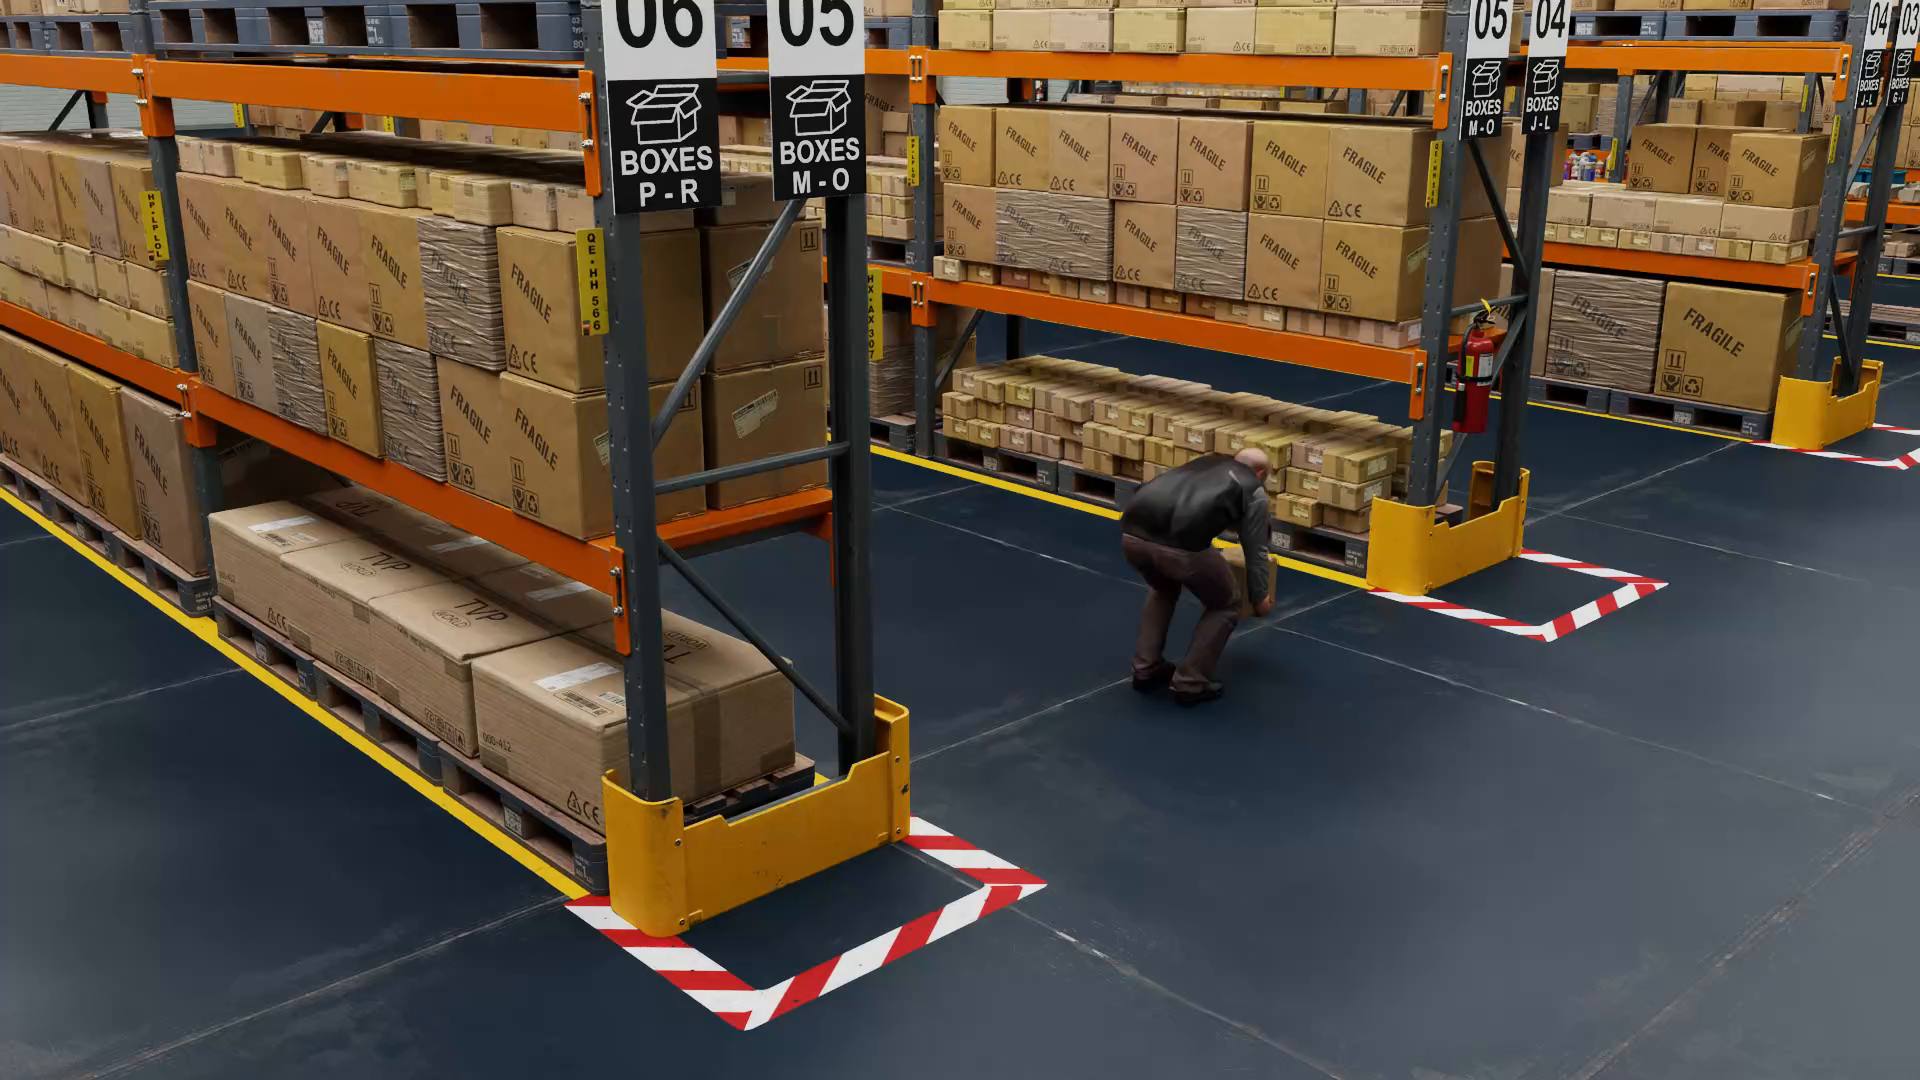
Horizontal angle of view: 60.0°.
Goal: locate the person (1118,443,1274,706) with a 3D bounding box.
[{"bbox_3d":[1.135,0.137,7.710,0.499,1.093,0.927,16,23,41],"label":"person"}]
